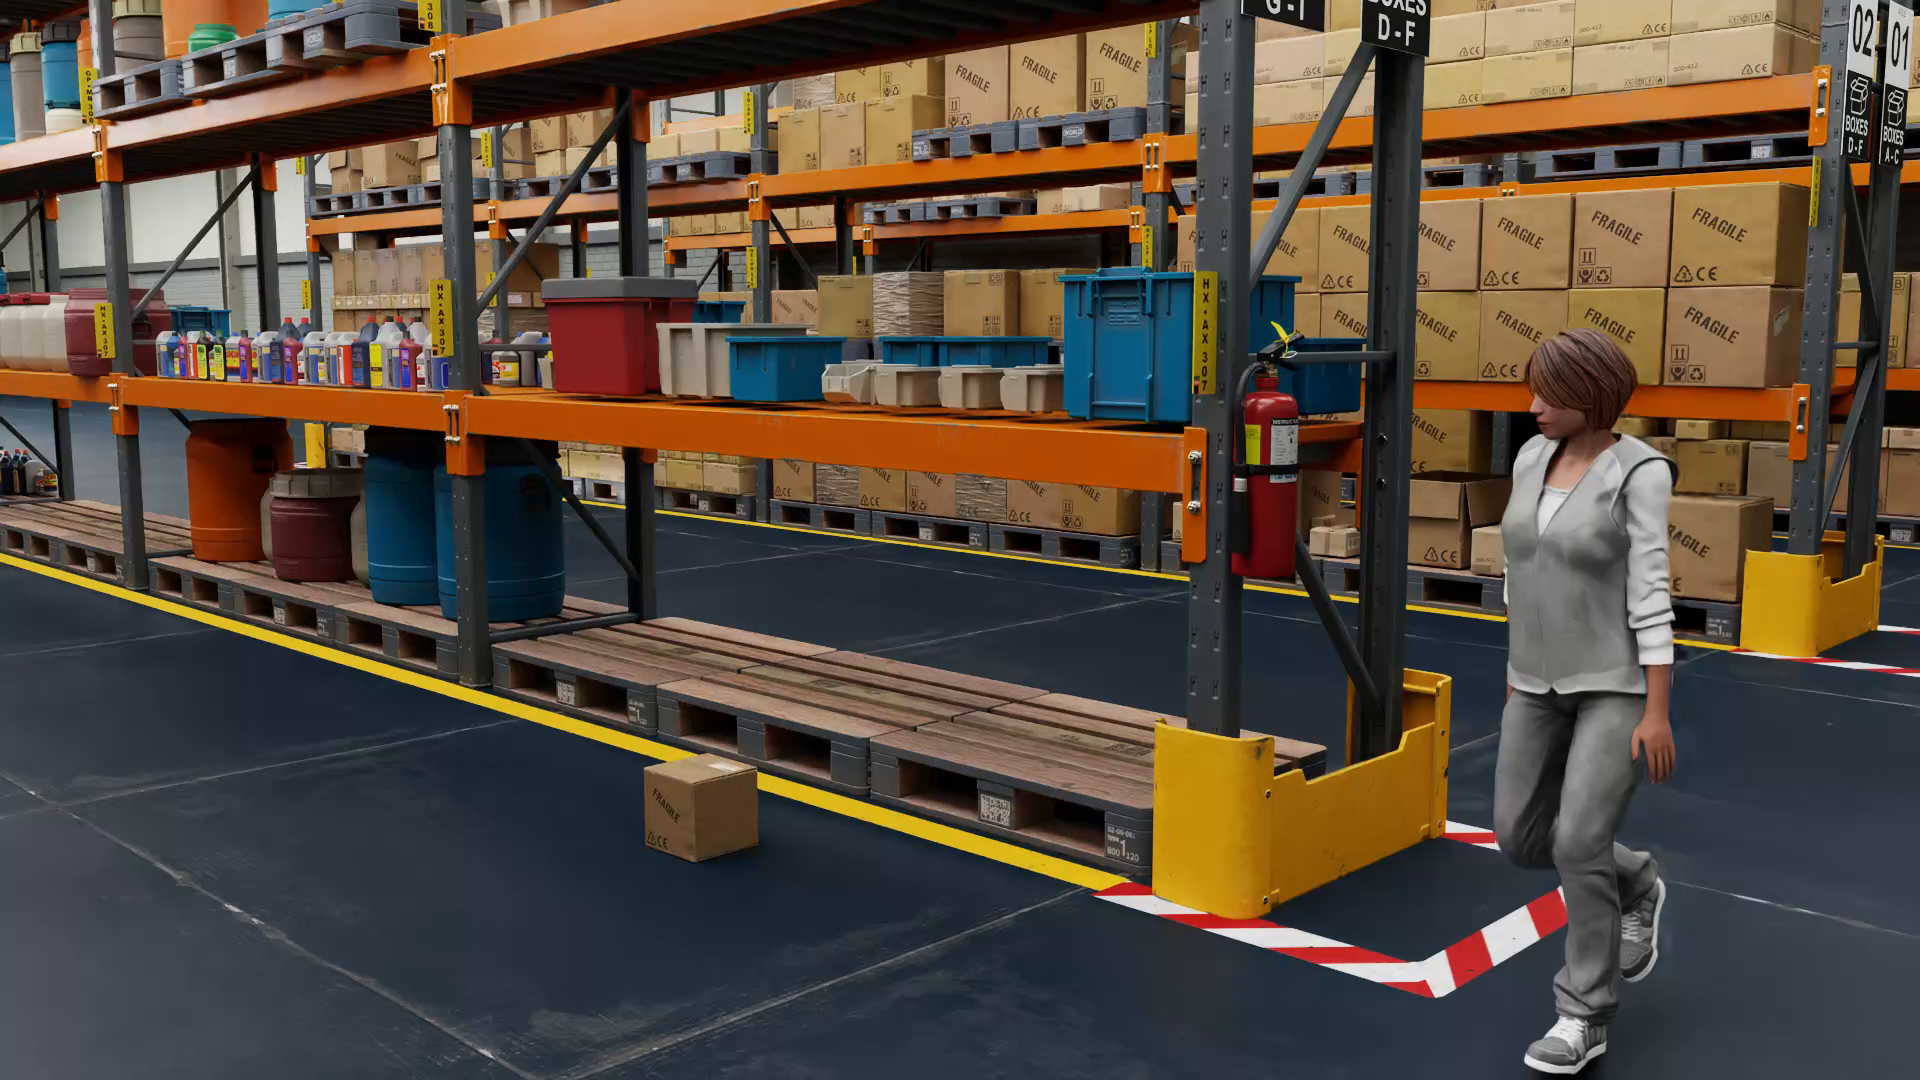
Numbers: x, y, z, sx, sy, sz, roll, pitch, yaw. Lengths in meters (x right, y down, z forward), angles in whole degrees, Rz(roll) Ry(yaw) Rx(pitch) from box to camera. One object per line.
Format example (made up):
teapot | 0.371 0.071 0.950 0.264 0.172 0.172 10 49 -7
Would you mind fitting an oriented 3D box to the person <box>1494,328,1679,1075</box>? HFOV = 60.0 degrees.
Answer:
person | 1.415 0.332 3.652 0.630 1.558 0.499 -5 9 -33
